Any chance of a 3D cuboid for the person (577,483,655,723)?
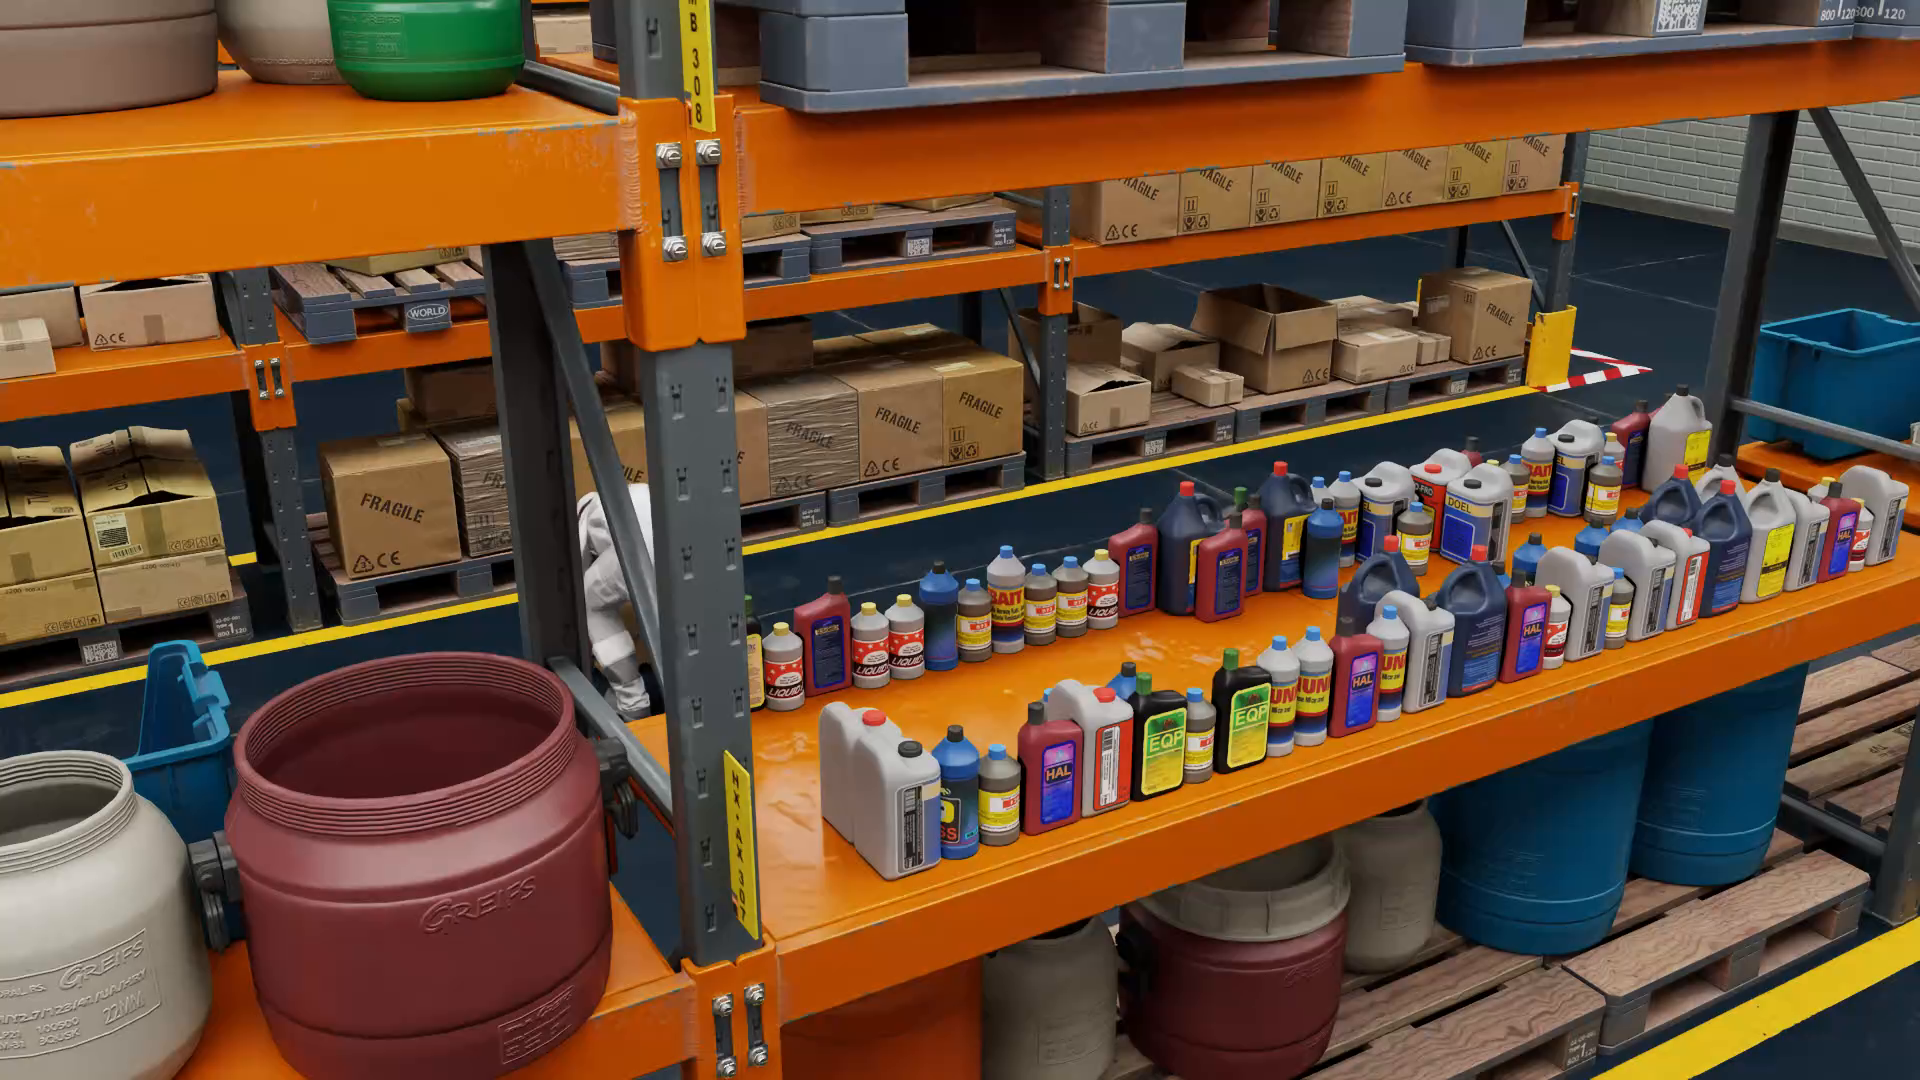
[{"bbox_3d":[-1.319,0.183,6.717,0.533,0.956,0.949,-14,25,-31],"label":"person"}]
